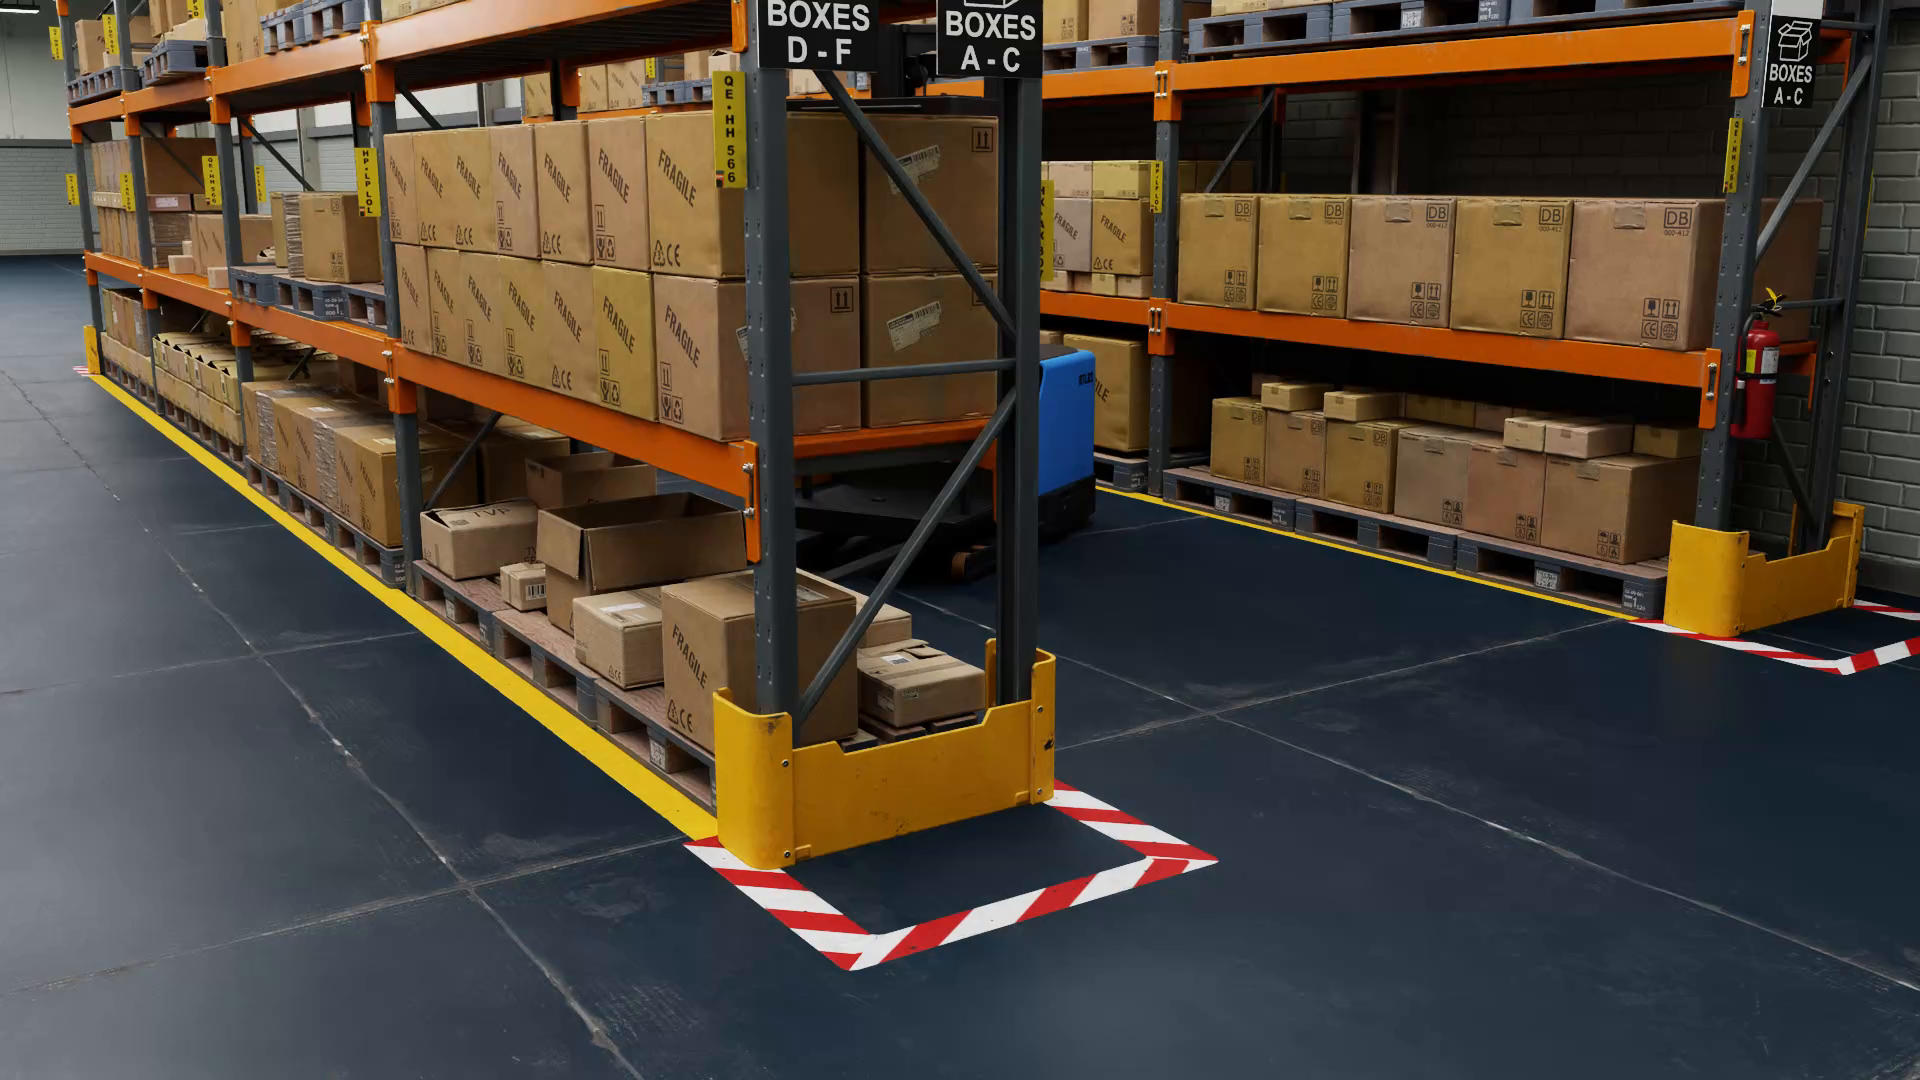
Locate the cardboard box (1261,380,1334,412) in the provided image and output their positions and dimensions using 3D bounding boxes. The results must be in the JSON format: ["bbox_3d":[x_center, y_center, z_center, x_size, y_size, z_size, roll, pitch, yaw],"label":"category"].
[{"bbox_3d":[2.085,-0.891,10.267,0.380,0.149,0.250,-8,14,-31],"label":"cardboard box"}]

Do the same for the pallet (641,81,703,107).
[{"bbox_3d":[-2.461,-4.492,16.801,1.213,0.211,1.003,-8,15,-33],"label":"pallet"}]

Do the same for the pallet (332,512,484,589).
[{"bbox_3d":[-2.886,-0.009,9.409,1.003,0.211,1.213,-8,15,-33],"label":"pallet"}]

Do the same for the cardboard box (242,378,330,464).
[{"bbox_3d":[-4.606,-0.822,11.419,0.500,0.500,0.500,-7,14,-30],"label":"cardboard box"}]

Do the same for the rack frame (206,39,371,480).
[{"bbox_3d":[-4.620,-1.943,11.723,1.000,3.000,0.127,-8,15,-33],"label":"rack frame"}]

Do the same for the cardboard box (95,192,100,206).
[{"bbox_3d":[-8.866,-3.589,17.501,0.380,0.149,0.250,-9,15,-34],"label":"cardboard box"}]

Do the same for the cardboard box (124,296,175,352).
[{"bbox_3d":[-7.822,-2.118,16.222,0.500,0.500,0.500,-8,15,-33],"label":"cardboard box"}]

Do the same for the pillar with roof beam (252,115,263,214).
[{"bbox_3d":[-20.704,-10.620,37.360,9.100,9.000,0.548,-8,15,-33],"label":"pillar with roof beam"}]

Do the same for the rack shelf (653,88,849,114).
[{"bbox_3d":[-1.606,-3.999,15.791,1.077,0.370,4.000,-8,15,-33],"label":"rack shelf"}]

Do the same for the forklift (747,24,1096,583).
[{"bbox_3d":[-0.289,-1.314,9.009,1.130,2.935,3.031,6,14,27],"label":"forklift"}]

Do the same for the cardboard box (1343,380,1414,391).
[{"bbox_3d":[2.572,-0.883,10.228,0.380,0.149,0.250,-9,15,-35],"label":"cardboard box"}]

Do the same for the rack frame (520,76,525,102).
[{"bbox_3d":[-4.930,-6.883,20.273,1.000,3.000,0.127,-8,15,-33],"label":"rack frame"}]

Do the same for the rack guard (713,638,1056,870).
[{"bbox_3d":[-0.230,0.688,5.546,1.175,0.500,0.348,-8,15,-33],"label":"rack guard"}]

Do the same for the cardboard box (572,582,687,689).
[{"bbox_3d":[-1.195,0.369,6.562,0.500,0.250,0.500,-8,15,-33],"label":"cardboard box"}]

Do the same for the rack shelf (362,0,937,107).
[{"bbox_3d":[-1.296,-1.989,6.600,1.077,0.370,4.000,-8,15,-33],"label":"rack shelf"}]

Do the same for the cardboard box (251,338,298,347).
[{"bbox_3d":[-5.805,-1.571,14.164,0.500,0.311,0.500,-8,15,-33],"label":"cardboard box"}]

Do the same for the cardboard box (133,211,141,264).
[{"bbox_3d":[-7.385,-2.874,15.749,0.700,0.500,0.500,-8,15,-33],"label":"cardboard box"}]

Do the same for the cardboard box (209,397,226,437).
[{"bbox_3d":[-5.403,-0.960,12.685,0.500,0.250,0.500,-8,15,-33],"label":"cardboard box"}]

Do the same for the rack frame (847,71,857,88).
[{"bbox_3d":[-0.498,-2.530,14.408,1.000,3.000,0.127,-8,15,-33],"label":"rack frame"}]

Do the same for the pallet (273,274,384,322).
[{"bbox_3d":[-3.539,-1.503,10.165,1.003,0.211,1.213,-8,15,-33],"label":"pallet"}]

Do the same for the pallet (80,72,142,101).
[{"bbox_3d":[-8.002,-4.441,16.336,1.003,0.211,1.213,-8,15,-33],"label":"pallet"}]

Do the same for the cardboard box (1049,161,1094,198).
[{"bbox_3d":[0.971,-2.533,11.692,0.500,0.250,0.500,-8,15,-32],"label":"cardboard box"}]

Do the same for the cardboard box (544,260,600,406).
[{"bbox_3d":[-1.224,-0.797,6.252,0.500,0.500,0.500,-8,15,-32],"label":"cardboard box"}]

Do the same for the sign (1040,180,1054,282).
[{"bbox_3d":[0.264,-1.007,5.419,0.100,0.325,0.005,-8,15,-33],"label":"sign"}]

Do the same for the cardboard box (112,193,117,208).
[{"bbox_3d":[-8.163,-3.362,16.463,0.380,0.149,0.250,-8,15,-32],"label":"cardboard box"}]

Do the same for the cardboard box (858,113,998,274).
[{"bbox_3d":[-0.214,-1.167,5.603,0.500,0.500,0.500,-8,14,-31],"label":"cardboard box"}]

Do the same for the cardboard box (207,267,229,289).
[{"bbox_3d":[-5.348,-1.947,12.332,0.380,0.149,0.250,-8,15,-33],"label":"cardboard box"}]

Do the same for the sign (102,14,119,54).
[{"bbox_3d":[-7.297,-4.345,14.291,0.100,0.325,0.005,-8,15,-33],"label":"sign"}]

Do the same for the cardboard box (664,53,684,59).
[{"bbox_3d":[-3.218,-5.310,17.481,0.500,0.500,0.500,-10,16,-38],"label":"cardboard box"}]

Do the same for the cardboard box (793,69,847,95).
[{"bbox_3d":[-1.122,-4.057,14.534,0.500,0.311,0.500,-8,15,-33],"label":"cardboard box"}]

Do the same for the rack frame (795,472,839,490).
[{"bbox_3d":[-1.023,-1.110,11.428,0.032,1.500,0.500,10,16,37],"label":"rack frame"}]

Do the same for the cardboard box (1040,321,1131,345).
[{"bbox_3d":[0.755,-1.231,12.519,0.750,0.750,0.750,-8,14,-31],"label":"cardboard box"}]

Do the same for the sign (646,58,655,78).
[{"bbox_3d":[-3.162,-4.893,16.985,0.100,0.325,0.005,-8,15,-33],"label":"sign"}]

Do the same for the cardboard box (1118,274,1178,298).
[{"bbox_3d":[1.295,-1.732,11.301,0.380,0.149,0.250,-8,15,-32],"label":"cardboard box"}]

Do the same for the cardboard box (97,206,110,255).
[{"bbox_3d":[-8.804,-3.330,17.832,0.700,0.500,0.500,-8,15,-33],"label":"cardboard box"}]

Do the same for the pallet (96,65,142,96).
[{"bbox_3d":[-7.330,-4.225,15.345,1.003,0.211,1.213,-8,15,-33],"label":"pallet"}]

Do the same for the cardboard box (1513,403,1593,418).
[{"bbox_3d":[3.279,-0.656,9.192,0.380,0.149,0.250,-8,15,-32],"label":"cardboard box"}]

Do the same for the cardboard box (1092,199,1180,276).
[{"bbox_3d":[1.252,-2.074,11.349,0.500,0.500,0.500,-8,15,-34],"label":"cardboard box"}]

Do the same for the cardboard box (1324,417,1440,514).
[{"bbox_3d":[2.605,-0.476,9.884,0.700,0.500,0.500,-8,15,-31],"label":"cardboard box"}]

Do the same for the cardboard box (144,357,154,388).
[{"bbox_3d":[-7.275,-1.572,15.484,0.500,0.250,0.500,-8,15,-33],"label":"cardboard box"}]

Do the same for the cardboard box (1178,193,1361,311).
[{"bbox_3d":[2.005,-1.866,10.673,0.980,0.700,0.700,-8,15,-32],"label":"cardboard box"}]

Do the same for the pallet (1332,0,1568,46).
[{"bbox_3d":[2.835,-2.877,9.181,1.003,0.211,1.213,-8,15,-33],"label":"pallet"}]

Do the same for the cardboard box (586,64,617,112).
[{"bbox_3d":[-3.808,-5.011,18.453,0.500,0.500,0.500,-9,15,-35],"label":"cardboard box"}]

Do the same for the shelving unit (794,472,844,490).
[{"bbox_3d":[-0.618,-1.041,11.113,1.083,1.500,0.587,10,16,37],"label":"shelving unit"}]

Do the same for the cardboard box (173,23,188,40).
[{"bbox_3d":[-5.828,-3.904,13.039,0.500,0.250,0.500,-10,16,-38],"label":"cardboard box"}]

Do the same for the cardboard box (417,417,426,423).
[{"bbox_3d":[-3.044,-0.523,10.054,0.500,0.500,0.500,-8,15,-32],"label":"cardboard box"}]

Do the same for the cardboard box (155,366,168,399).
[{"bbox_3d":[-6.819,-1.415,14.763,0.500,0.250,0.500,-9,15,-34],"label":"cardboard box"}]

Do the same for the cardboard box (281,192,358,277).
[{"bbox_3d":[-3.829,-1.913,10.370,0.700,0.500,0.500,-5,13,-22],"label":"cardboard box"}]

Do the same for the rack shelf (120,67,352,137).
[{"bbox_3d":[-5.728,-3.412,13.106,1.077,0.370,4.000,-8,15,-33],"label":"rack shelf"}]

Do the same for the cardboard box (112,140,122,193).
[{"bbox_3d":[-7.921,-3.683,16.409,0.700,0.500,0.500,-8,15,-33],"label":"cardboard box"}]

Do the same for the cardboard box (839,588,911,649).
[{"bbox_3d":[-0.530,0.389,6.466,0.500,0.250,0.500,-8,15,-33],"label":"cardboard box"}]

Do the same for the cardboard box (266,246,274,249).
[{"bbox_3d":[-4.954,-2.081,12.565,0.500,0.311,0.500,-8,15,-33],"label":"cardboard box"}]

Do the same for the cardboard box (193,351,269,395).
[{"bbox_3d":[-5.686,-1.324,13.036,0.500,0.311,0.500,-8,15,-33],"label":"cardboard box"}]

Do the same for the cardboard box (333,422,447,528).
[{"bbox_3d":[-3.183,-0.368,9.343,0.500,0.500,0.500,-8,15,-33],"label":"cardboard box"}]

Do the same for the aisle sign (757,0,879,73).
[{"bbox_3d":[-0.405,-1.741,4.718,0.394,0.787,0.004,-8,15,-33],"label":"aisle sign"}]

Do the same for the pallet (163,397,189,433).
[{"bbox_3d":[-6.395,-1.165,14.696,1.003,0.211,1.213,-8,15,-33],"label":"pallet"}]

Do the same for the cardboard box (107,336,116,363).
[{"bbox_3d":[-8.660,-2.017,17.517,0.500,0.250,0.500,-8,15,-33],"label":"cardboard box"}]

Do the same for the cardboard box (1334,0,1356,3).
[{"bbox_3d":[2.442,-3.127,9.255,0.500,0.250,0.500,-9,15,-34],"label":"cardboard box"}]

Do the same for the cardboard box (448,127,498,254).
[{"bbox_3d":[-1.806,-1.468,6.980,0.500,0.500,0.500,-9,15,-34],"label":"cardboard box"}]

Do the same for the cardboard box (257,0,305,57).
[{"bbox_3d":[-3.779,-3.200,10.218,0.910,0.500,0.500,-8,15,-33],"label":"cardboard box"}]
